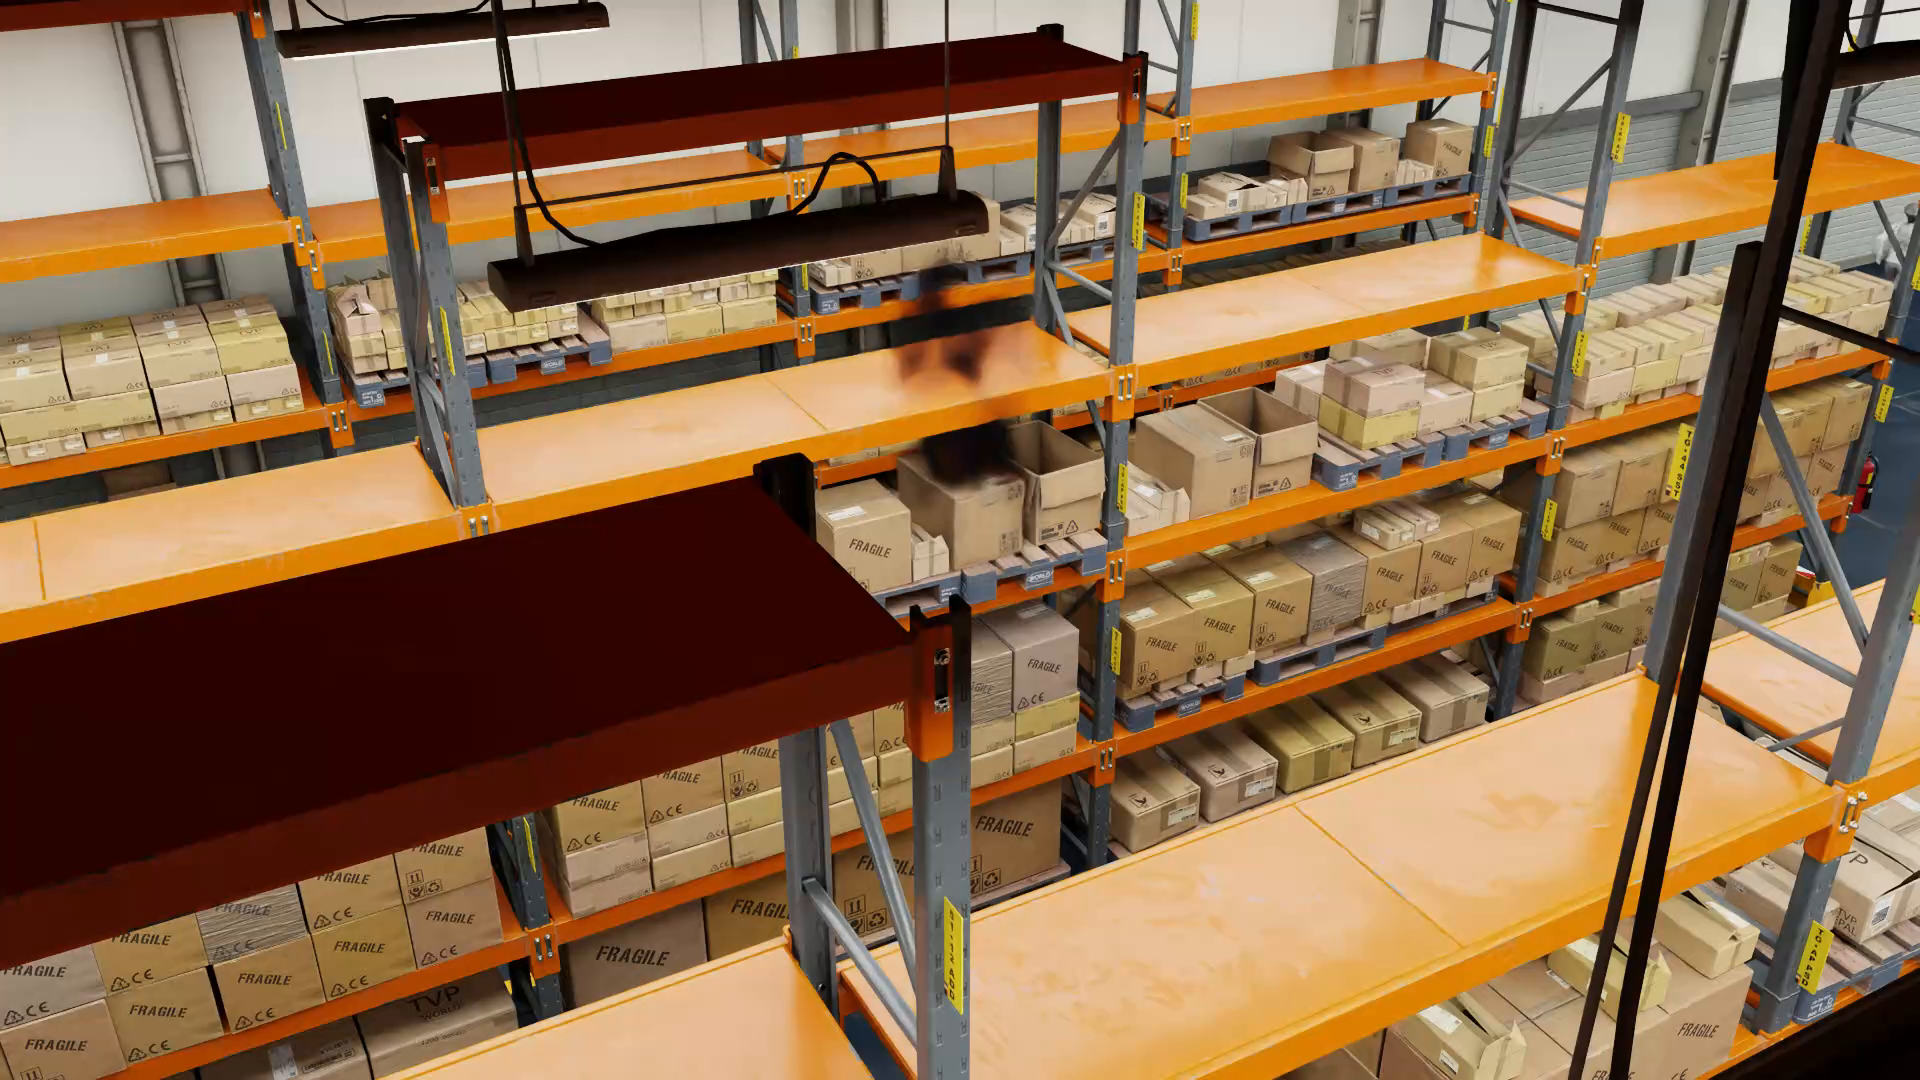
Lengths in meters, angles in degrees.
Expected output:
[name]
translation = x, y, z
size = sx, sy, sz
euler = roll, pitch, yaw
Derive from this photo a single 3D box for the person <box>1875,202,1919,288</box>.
[person]
translation = 12.368, -3.588, 21.907
size = 0.866, 1.722, 0.629
euler = -23, 36, -36
